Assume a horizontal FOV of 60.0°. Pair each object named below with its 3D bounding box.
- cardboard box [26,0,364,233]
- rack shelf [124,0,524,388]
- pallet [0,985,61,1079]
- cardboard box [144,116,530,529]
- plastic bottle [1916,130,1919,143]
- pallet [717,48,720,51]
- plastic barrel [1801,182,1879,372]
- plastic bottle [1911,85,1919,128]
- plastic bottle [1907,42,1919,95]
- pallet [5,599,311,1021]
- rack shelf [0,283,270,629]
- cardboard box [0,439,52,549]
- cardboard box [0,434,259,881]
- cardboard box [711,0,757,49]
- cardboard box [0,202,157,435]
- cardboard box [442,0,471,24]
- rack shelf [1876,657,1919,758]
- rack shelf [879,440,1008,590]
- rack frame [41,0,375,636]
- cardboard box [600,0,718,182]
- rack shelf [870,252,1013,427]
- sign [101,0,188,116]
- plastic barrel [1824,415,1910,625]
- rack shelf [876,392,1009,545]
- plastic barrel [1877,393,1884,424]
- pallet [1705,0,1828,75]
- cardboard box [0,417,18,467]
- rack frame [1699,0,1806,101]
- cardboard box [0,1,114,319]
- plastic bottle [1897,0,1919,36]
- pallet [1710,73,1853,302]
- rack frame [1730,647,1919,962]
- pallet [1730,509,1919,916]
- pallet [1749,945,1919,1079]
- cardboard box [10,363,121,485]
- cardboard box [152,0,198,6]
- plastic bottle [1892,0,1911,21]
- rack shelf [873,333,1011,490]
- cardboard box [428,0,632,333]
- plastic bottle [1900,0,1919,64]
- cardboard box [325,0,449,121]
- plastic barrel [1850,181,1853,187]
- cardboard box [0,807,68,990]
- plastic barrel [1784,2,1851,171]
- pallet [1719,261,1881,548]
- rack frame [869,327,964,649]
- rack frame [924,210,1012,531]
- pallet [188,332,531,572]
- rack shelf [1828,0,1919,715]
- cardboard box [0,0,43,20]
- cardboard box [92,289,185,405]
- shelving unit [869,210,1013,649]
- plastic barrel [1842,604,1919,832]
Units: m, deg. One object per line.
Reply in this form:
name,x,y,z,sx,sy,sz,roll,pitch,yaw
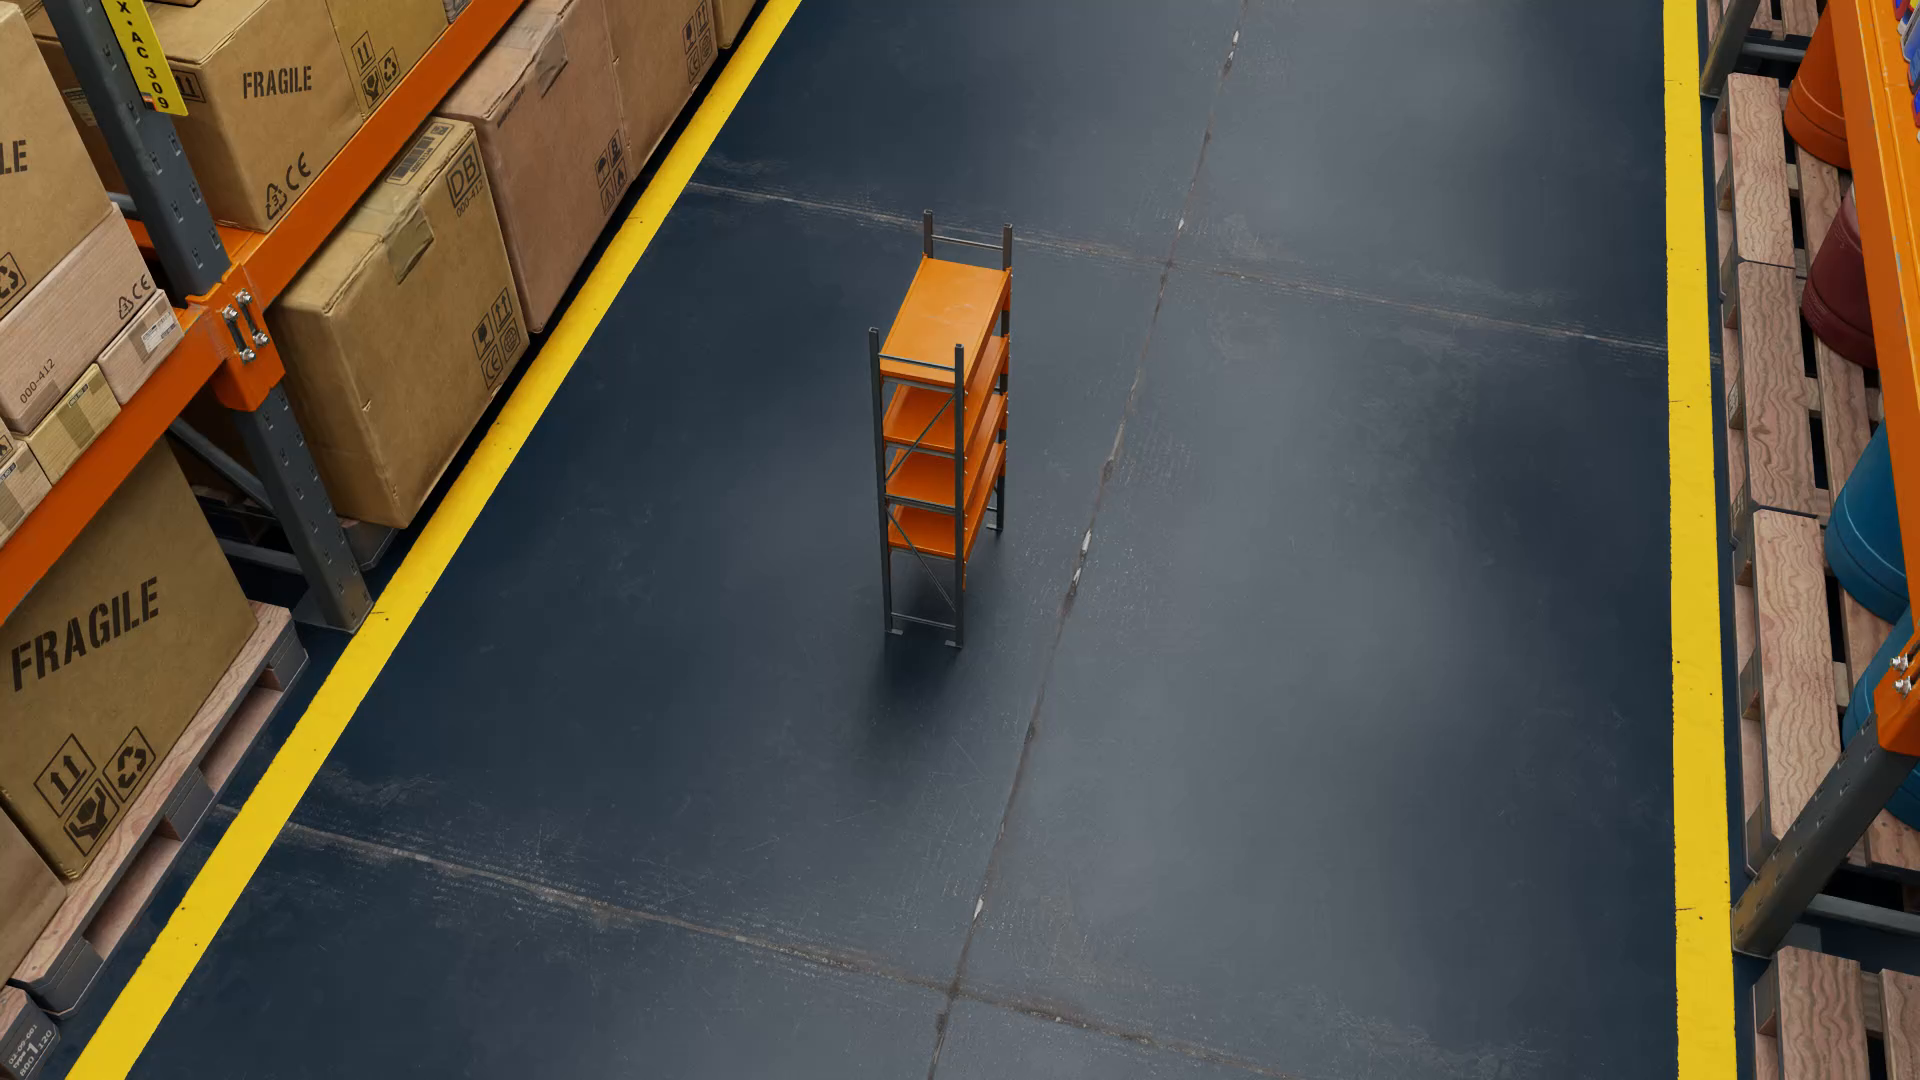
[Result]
cardboard box,-1.920,-1.164,4.210,0.500,0.500,0.500,12,50,10
rack shelf,-1.756,-2.056,5.543,1.077,0.370,4.000,12,50,10
pallet,-2.877,1.495,3.789,1.003,0.211,1.213,12,50,10
cardboard box,-2.134,-0.750,5.048,1.225,0.875,0.875,12,50,10
plastic bottle,2.617,-1.136,4.385,0.097,0.201,0.097,0,49,0
pallet,-1.510,-2.262,7.106,1.003,0.211,1.213,12,50,10
plastic barrel,3.139,-0.930,5.398,0.600,0.588,0.708,12,50,10
plastic bottle,2.630,-1.250,4.431,0.061,0.283,0.133,12,50,10
plastic bottle,2.712,-1.380,4.500,0.144,0.351,0.185,12,50,10
pallet,-2.558,0.610,4.571,1.003,0.211,1.213,12,50,10
rack shelf,-2.809,0.838,2.990,1.077,0.370,4.000,12,50,10
cardboard box,-2.182,-0.107,3.511,0.380,0.149,0.250,11,49,9
cardboard box,-2.534,0.179,4.229,0.875,0.875,0.875,12,50,10
cardboard box,-1.432,-2.681,6.753,1.225,0.875,0.875,9,49,8
cardboard box,-2.146,-0.525,3.614,0.500,0.250,0.500,11,49,9
cardboard box,-1.657,-1.889,4.850,0.500,0.500,0.500,11,49,9
rack shelf,1.969,1.815,2.127,1.077,0.370,4.000,12,50,10
rack shelf,-0.044,-0.101,4.894,0.258,0.148,0.480,12,50,10
rack frame,-2.283,-0.847,3.997,1.000,3.000,0.127,12,50,10
cardboard box,-1.674,-2.038,6.185,1.225,0.875,0.875,12,50,10
rack shelf,-0.044,-0.537,4.400,0.258,0.148,0.480,12,50,10
sign,-1.747,-1.051,3.547,0.100,0.325,0.005,12,50,10
plastic barrel,2.842,-0.217,4.560,0.600,0.901,0.708,12,50,10
rack shelf,-0.044,-0.233,4.745,0.258,0.148,0.480,12,50,10
plastic barrel,3.076,-0.479,5.051,0.421,0.512,0.421,0,49,0
pallet,3.790,-2.393,7.221,1.003,0.211,1.213,12,50,10
cardboard box,-2.280,-0.150,3.283,0.500,0.250,0.500,13,50,11
rack frame,3.548,-2.763,5.688,1.000,3.000,0.127,12,50,10
cardboard box,-2.146,-0.759,3.321,0.500,0.500,0.500,13,50,11
plastic bottle,2.762,-1.557,4.710,0.097,0.271,0.097,0,49,0
pallet,3.381,-1.262,6.223,1.003,0.211,1.213,12,50,10
rack frame,2.496,0.130,3.134,1.000,3.000,0.127,12,50,10
pallet,2.739,0.503,4.665,1.003,0.211,1.213,12,50,10
pallet,2.340,1.593,3.704,1.003,0.211,1.213,12,50,10
cardboard box,-2.115,-0.292,3.675,0.380,0.149,0.250,12,50,11
cardboard box,-2.123,-1.676,3.993,0.797,0.503,0.637,10,49,9
plastic bottle,2.775,-1.648,4.782,0.061,0.283,0.133,12,50,10
rack shelf,-0.044,-0.381,4.577,0.258,0.148,0.480,12,50,10
cardboard box,-1.899,-1.396,5.619,1.225,0.875,0.875,10,49,9
plastic bottle,2.758,-1.470,4.629,0.152,0.276,0.135,12,50,10
cardboard box,-1.789,-1.527,4.531,0.500,0.500,0.500,12,50,10
plastic barrel,3.374,-1.295,5.772,0.421,0.512,0.421,0,49,0
cardboard box,-2.770,0.830,3.654,0.875,0.875,0.875,12,50,10
plastic barrel,3.436,-1.827,6.029,0.600,0.830,0.708,12,50,10
pallet,3.058,-0.382,5.446,1.003,0.211,1.213,12,50,10
rack frame,-0.108,-0.101,4.539,0.240,1.200,0.015,12,50,10
rack frame,0.021,-0.454,4.850,0.240,1.200,0.015,12,50,10
pallet,-2.152,-0.497,5.548,1.003,0.211,1.213,12,50,10
rack shelf,3.022,-1.078,4.681,1.077,0.370,4.000,12,50,10
cardboard box,-2.423,-1.272,4.306,0.500,0.500,0.500,12,50,10
cardboard box,-2.047,-0.479,3.840,0.380,0.149,0.250,12,50,10
shelving unit,-0.044,-0.277,4.694,0.258,1.200,0.503,12,50,10
plastic barrel,2.655,0.296,4.108,0.600,0.901,0.708,12,50,10
